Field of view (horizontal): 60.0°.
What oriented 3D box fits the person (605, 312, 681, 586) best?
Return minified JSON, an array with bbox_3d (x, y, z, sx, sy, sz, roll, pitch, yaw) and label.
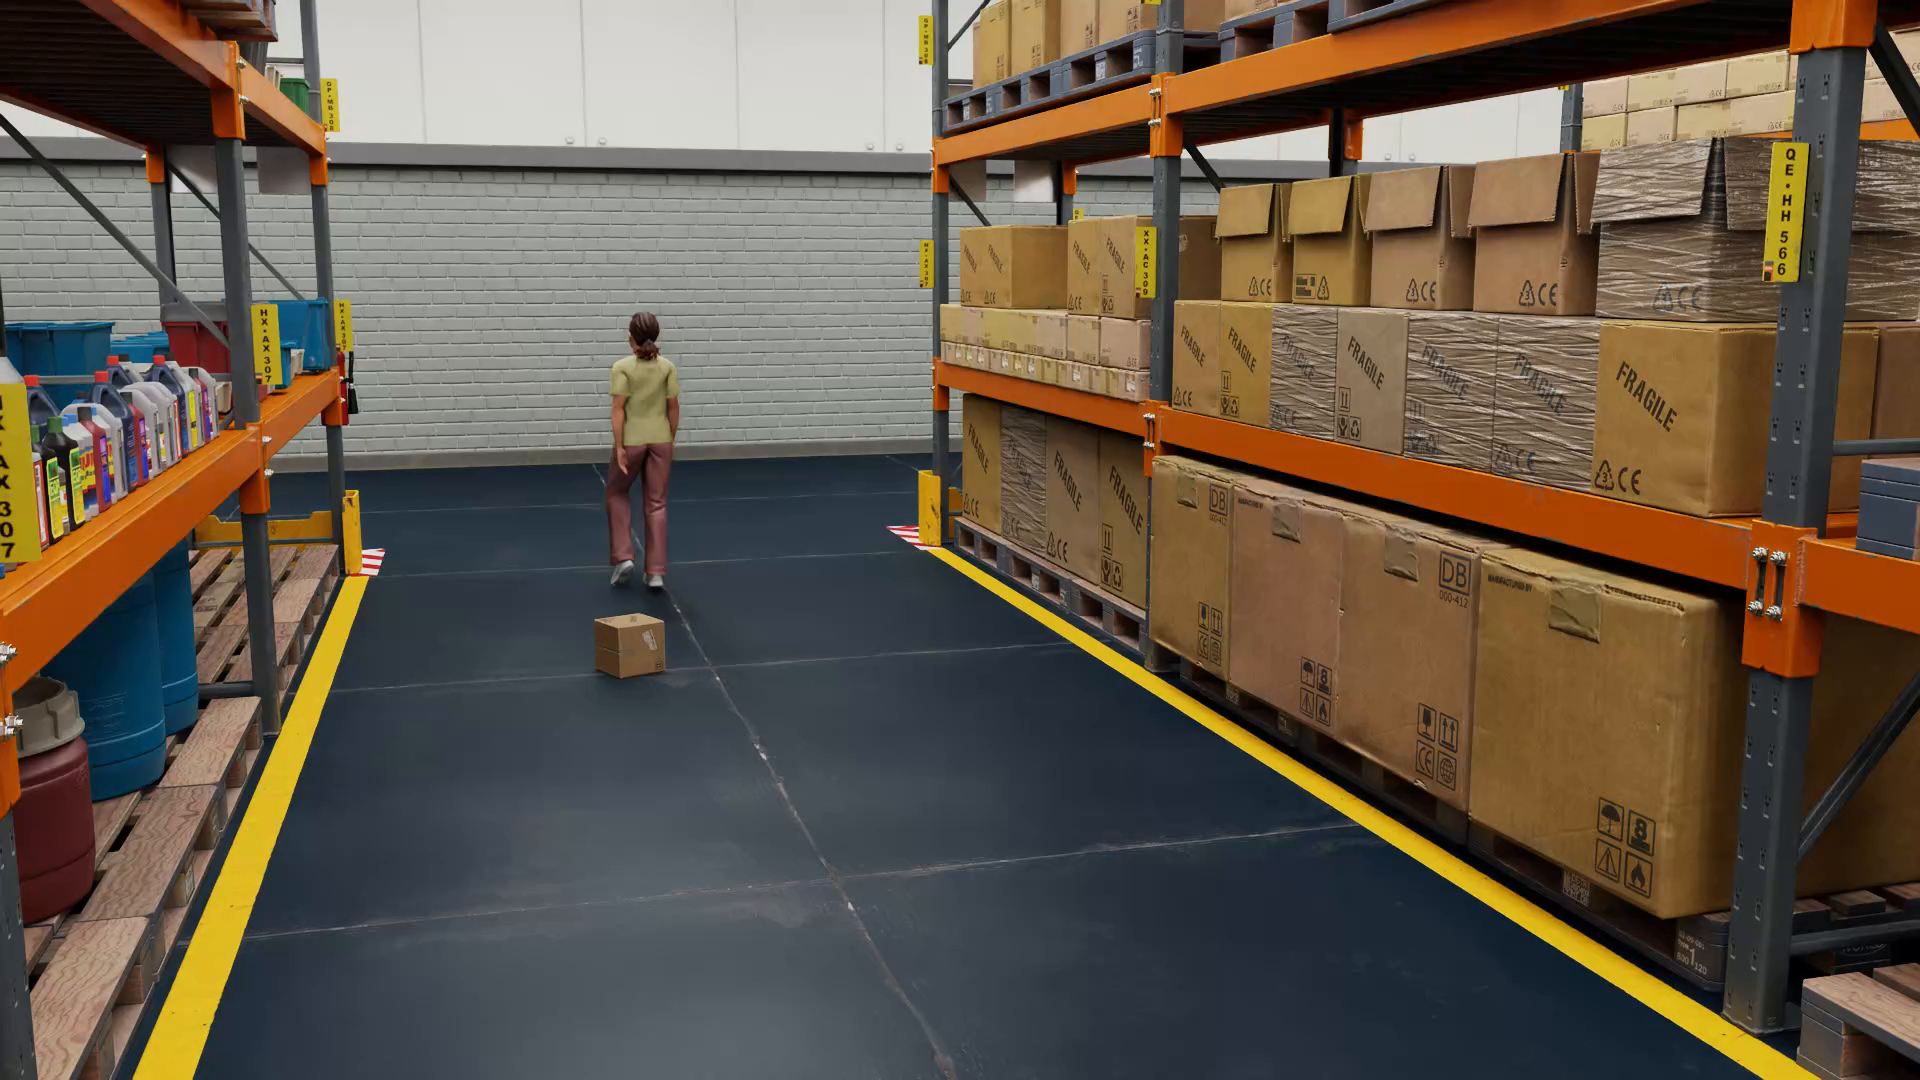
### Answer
[{"bbox_3d":[-1.925,-0.522,10.148,0.446,1.716,0.517,-4,10,-23],"label":"person"}]
